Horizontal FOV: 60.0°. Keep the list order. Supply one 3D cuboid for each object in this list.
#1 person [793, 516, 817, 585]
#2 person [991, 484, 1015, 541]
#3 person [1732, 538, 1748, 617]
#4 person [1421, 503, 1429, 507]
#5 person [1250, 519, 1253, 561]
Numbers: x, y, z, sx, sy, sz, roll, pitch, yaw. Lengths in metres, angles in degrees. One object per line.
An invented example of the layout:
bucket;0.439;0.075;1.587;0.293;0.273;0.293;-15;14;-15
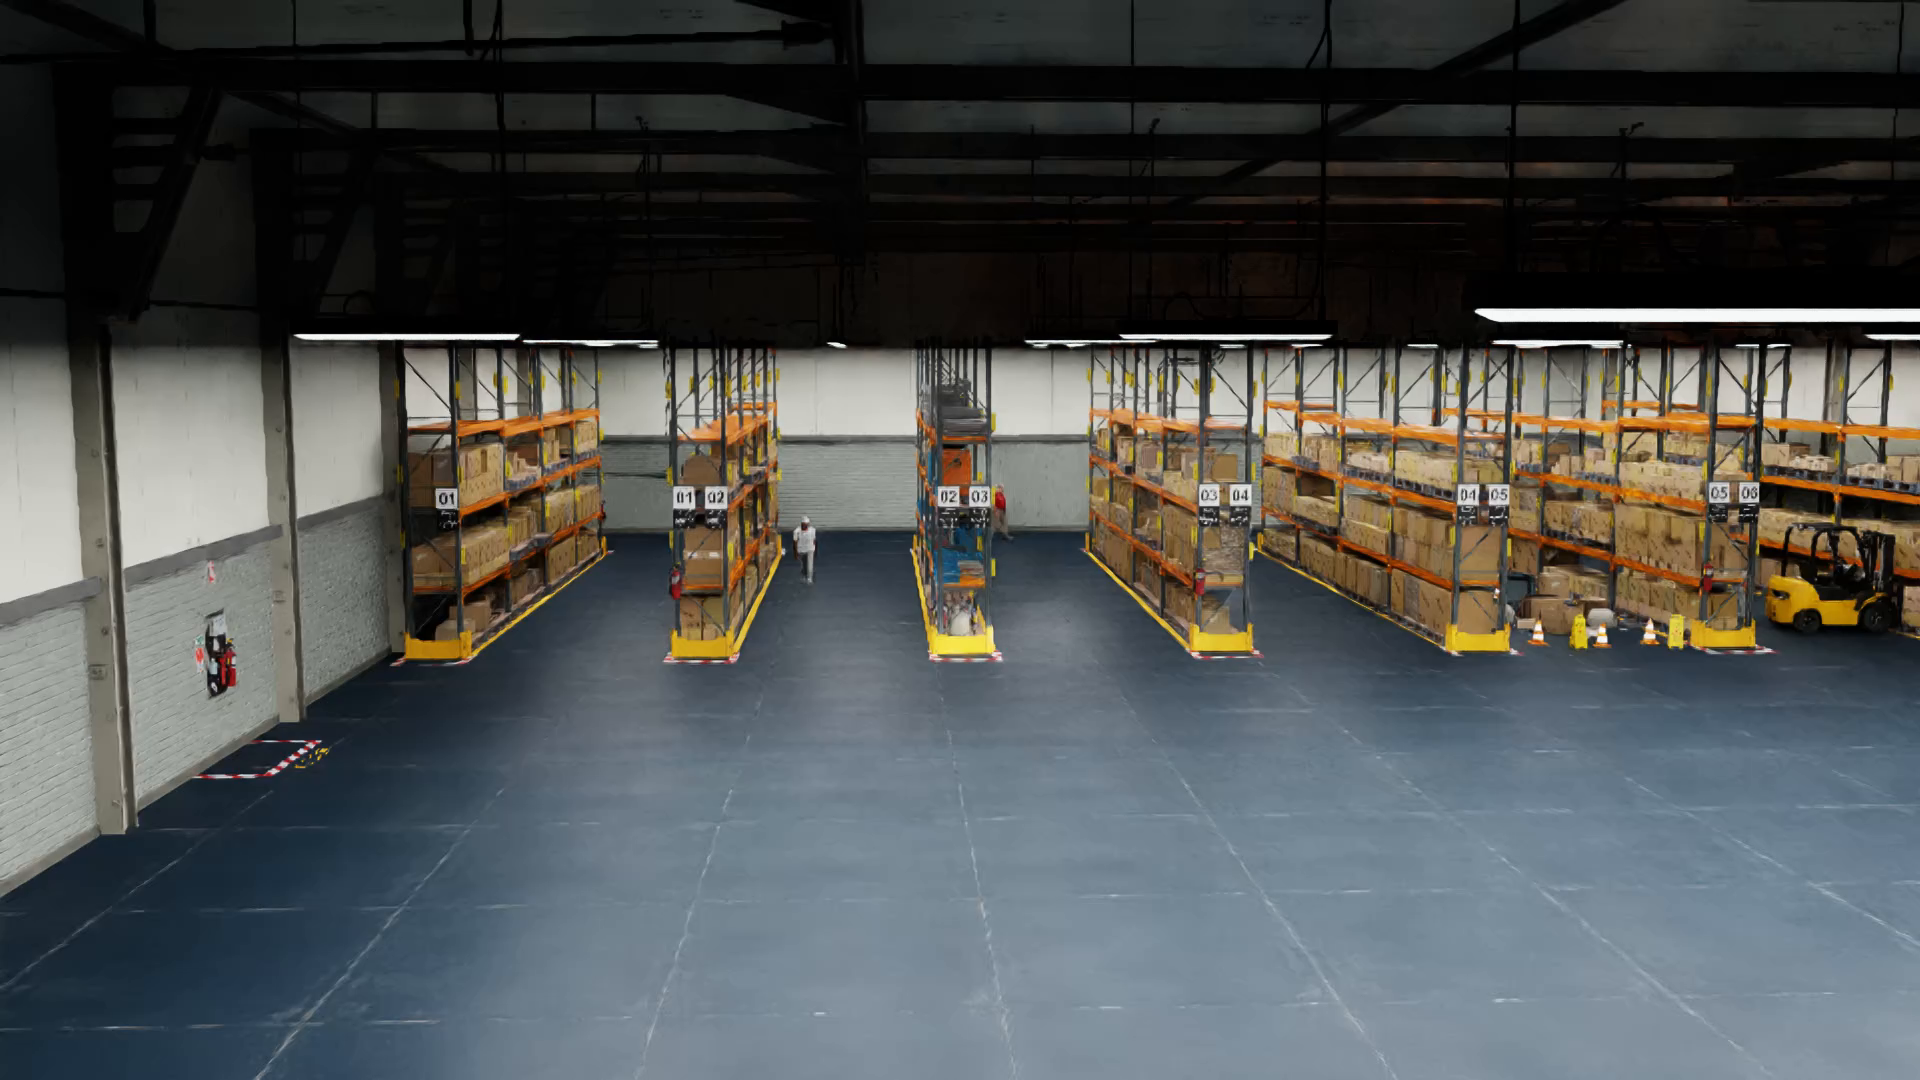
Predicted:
person;-3.806;0.213;40.814;0.577;1.638;1.121;0;6;-1
person;1.214;-0.842;50.194;0.587;1.719;0.772;5;8;36
person;16.770;0.805;35.920;0.458;1.676;0.524;3;7;26
person;12.555;-0.295;45.060;0.631;1.773;0.696;1;7;10
person;7.777;-0.278;45.458;0.545;1.664;0.574;3;7;26
